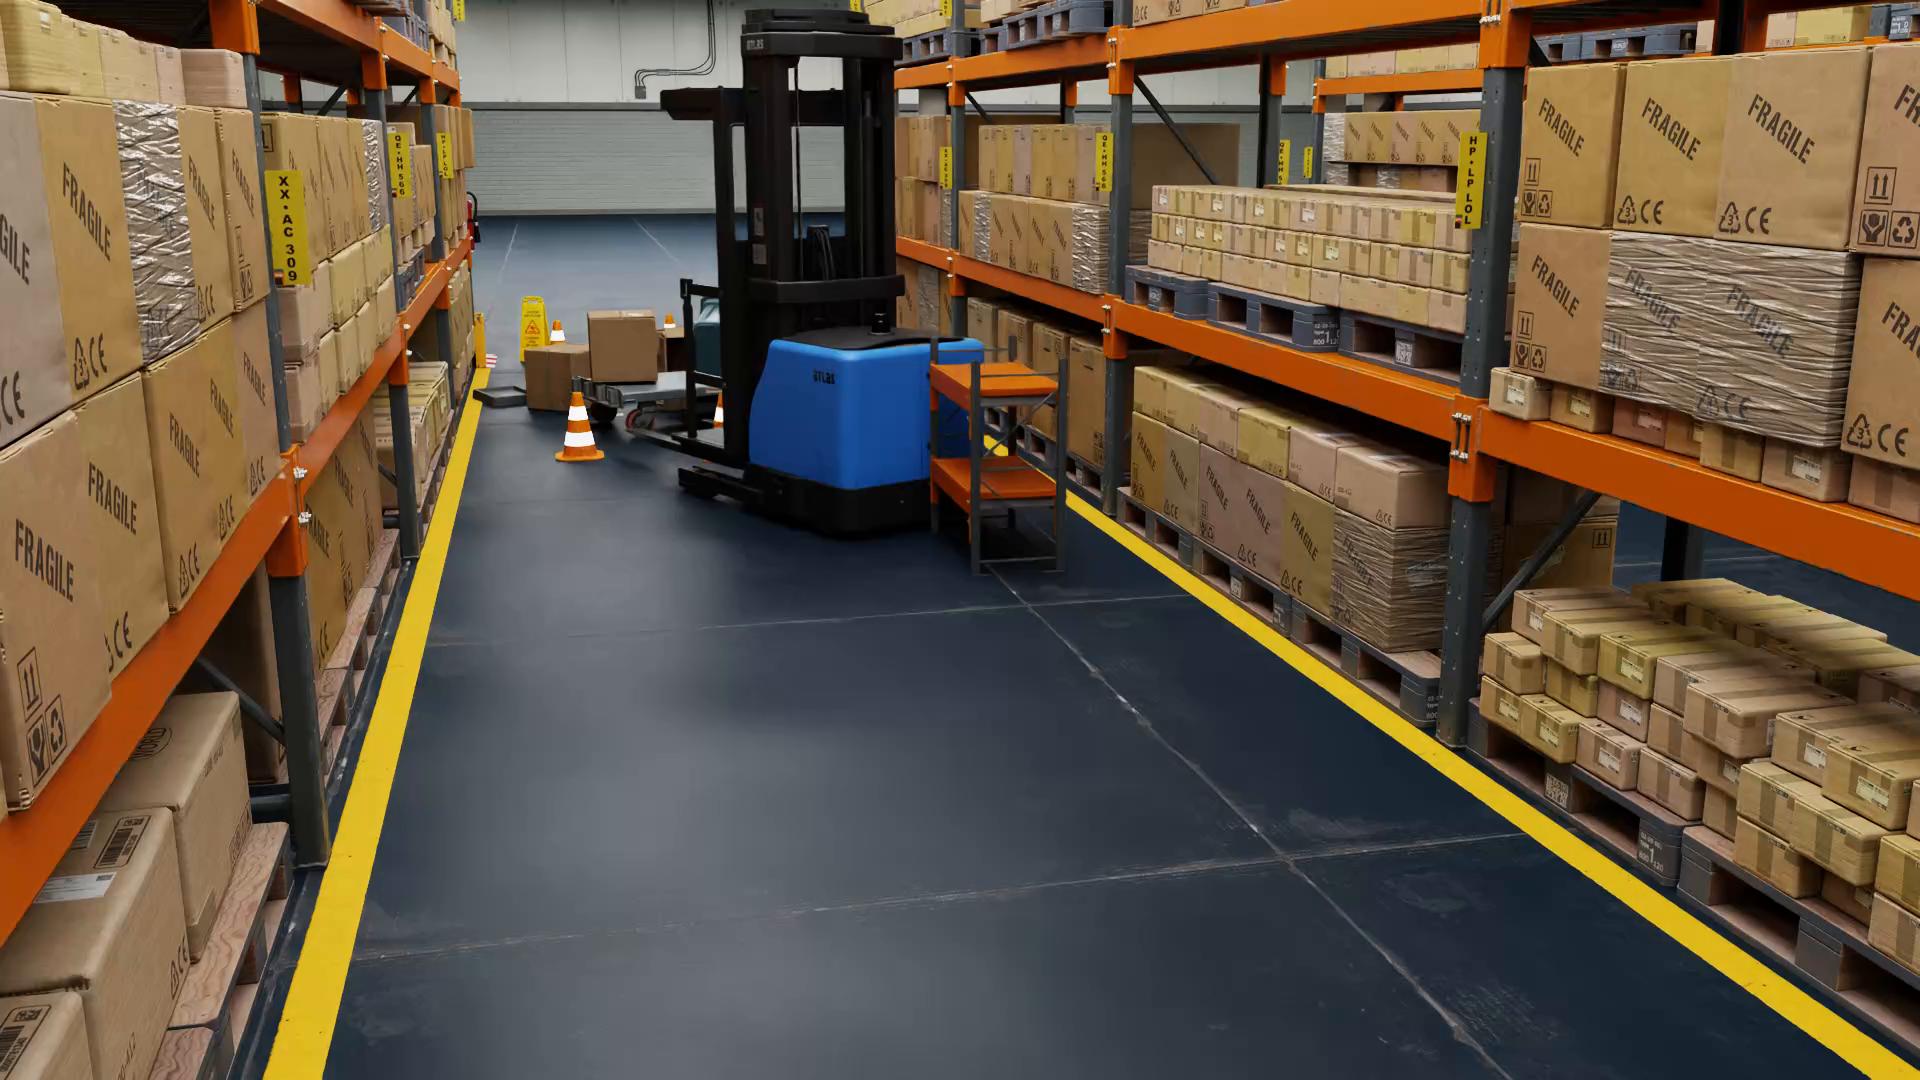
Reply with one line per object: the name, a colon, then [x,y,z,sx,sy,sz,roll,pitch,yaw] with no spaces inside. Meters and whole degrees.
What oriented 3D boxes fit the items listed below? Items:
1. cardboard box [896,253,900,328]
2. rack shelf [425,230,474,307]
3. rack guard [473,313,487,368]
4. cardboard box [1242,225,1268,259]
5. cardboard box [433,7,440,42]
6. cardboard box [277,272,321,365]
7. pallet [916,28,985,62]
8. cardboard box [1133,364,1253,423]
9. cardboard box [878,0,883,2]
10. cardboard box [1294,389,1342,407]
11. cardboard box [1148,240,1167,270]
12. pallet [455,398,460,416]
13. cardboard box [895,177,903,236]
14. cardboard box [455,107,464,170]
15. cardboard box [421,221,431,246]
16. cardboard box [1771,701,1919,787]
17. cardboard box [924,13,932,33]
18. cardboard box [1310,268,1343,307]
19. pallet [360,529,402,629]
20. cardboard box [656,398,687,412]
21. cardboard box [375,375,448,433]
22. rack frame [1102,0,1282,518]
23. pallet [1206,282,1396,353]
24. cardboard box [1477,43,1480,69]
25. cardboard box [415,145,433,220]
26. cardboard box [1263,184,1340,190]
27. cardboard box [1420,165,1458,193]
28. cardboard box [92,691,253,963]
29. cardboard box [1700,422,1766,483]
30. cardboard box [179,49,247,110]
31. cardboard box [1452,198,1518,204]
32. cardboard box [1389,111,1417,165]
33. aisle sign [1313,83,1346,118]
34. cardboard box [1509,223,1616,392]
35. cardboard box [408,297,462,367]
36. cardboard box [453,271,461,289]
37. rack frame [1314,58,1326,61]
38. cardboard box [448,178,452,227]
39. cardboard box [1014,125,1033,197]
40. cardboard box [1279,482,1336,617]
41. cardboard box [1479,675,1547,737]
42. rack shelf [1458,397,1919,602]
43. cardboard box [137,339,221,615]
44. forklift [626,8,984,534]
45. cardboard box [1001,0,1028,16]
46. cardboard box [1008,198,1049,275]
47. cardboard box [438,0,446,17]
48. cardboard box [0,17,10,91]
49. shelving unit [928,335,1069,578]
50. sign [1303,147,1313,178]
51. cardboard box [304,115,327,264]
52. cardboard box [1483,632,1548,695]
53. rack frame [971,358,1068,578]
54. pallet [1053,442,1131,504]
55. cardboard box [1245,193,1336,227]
cardboard box: [-0.290,-2.499,16.928,0.875,0.875,0.875,-3,14,-13]
rack shelf: [-4.831,-2.370,14.323,1.077,0.370,4.000,-3,14,-13]
rack guard: [-5.283,-1.949,16.351,1.175,0.500,0.348,-3,14,-13]
cardboard box: [1.588,-1.441,8.024,0.380,0.149,0.250,-3,14,-14]
cardboard box: [-4.329,-4.022,12.939,0.500,0.250,0.500,-3,14,-14]
cardboard box: [-2.312,-0.700,5.233,0.500,0.250,0.500,-4,14,-15]
pallet: [0.244,-4.161,14.003,1.003,0.211,1.213,-3,14,-13]
cardboard box: [1.292,-0.816,9.248,0.500,0.250,0.500,-4,14,-16]
cardboard box: [-0.567,-5.185,15.763,0.380,0.149,0.250,-3,14,-13]
cardboard box: [2.014,-0.611,8.411,0.500,0.250,0.500,-3,14,-12]
cardboard box: [1.274,-1.602,9.308,0.380,0.149,0.250,-3,14,-14]
pallet: [-4.554,-1.056,13.306,1.003,0.211,1.213,-3,14,-13]
cardboard box: [-0.222,-3.208,15.921,0.875,0.550,0.550,-3,14,-13]
cardboard box: [-4.445,-3.287,13.616,0.700,0.500,0.500,-4,14,-14]
cardboard box: [-3.769,-2.059,11.178,0.380,0.149,0.250,-3,14,-13]
cardboard box: [2.507,0.574,4.626,0.380,0.149,0.250,-4,14,-16]
cardboard box: [-0.092,-4.329,13.939,0.380,0.149,0.250,-3,14,-12]
cardboard box: [1.772,-1.113,7.309,0.380,0.149,0.250,-4,14,-16]
pallet: [-3.310,0.205,8.142,1.003,0.211,1.213,-3,14,-13]
cardboard box: [-2.467,-1.237,13.933,0.396,0.266,0.258,10,17,35]
cardboard box: [-4.064,-0.899,11.439,0.950,0.372,0.625,-2,14,-10]
rack frame: [1.366,-1.634,9.797,1.000,3.000,0.127,-3,14,-13]
pallet: [1.870,-1.087,7.960,1.003,0.211,1.213,-3,14,-13]
cardboard box: [4.910,-4.285,14.643,0.500,0.250,0.500,-3,14,-11]
cardboard box: [-3.912,-2.447,11.401,0.500,0.500,0.500,-3,14,-13]
cardboard box: [1.926,-1.918,9.348,0.380,0.149,0.250,-4,14,-15]
cardboard box: [4.927,-3.338,15.931,0.875,0.500,0.500,-3,14,-13]
cardboard box: [-2.440,0.779,4.432,0.875,0.438,0.875,-3,14,-14]
cardboard box: [2.354,-0.267,4.730,0.380,0.149,0.250,-3,14,-12]
cardboard box: [-2.101,-1.209,4.370,0.380,0.149,0.250,-4,14,-14]
cardboard box: [2.414,-1.439,7.389,0.380,0.149,0.250,-3,14,-14]
cardboard box: [4.549,-3.924,16.224,0.500,0.500,0.500,-3,14,-13]
aisle sign: [4.026,-4.994,18.069,0.394,0.787,0.004,-3,14,-13]
cardboard box: [2.176,-0.776,5.448,0.500,0.500,0.500,-4,14,-14]
cardboard box: [-4.238,-1.642,13.155,0.500,0.500,0.500,-3,14,-11]
cardboard box: [-4.397,-2.169,13.949,0.380,0.149,0.250,-2,14,-10]
rack frame: [4.332,-6.647,17.675,1.000,3.000,0.127,-3,14,-13]
cardboard box: [-4.335,-2.683,13.250,0.500,0.500,0.500,-3,14,-13]
cardboard box: [0.790,-2.742,12.013,0.700,0.500,0.500,-3,14,-13]
cardboard box: [1.766,0.023,7.393,0.500,0.500,0.500,-4,14,-15]
cardboard box: [2.078,0.571,5.891,0.380,0.149,0.250,-4,14,-16]
rack shelf: [2.775,0.099,4.217,1.077,0.370,4.000,-3,14,-13]
cardboard box: [-1.867,-0.135,3.448,0.500,0.500,0.500,-3,14,-14]
forklift: [-1.149,-1.752,10.421,1.130,2.935,3.031,-11,17,-37]
cardboard box: [0.503,-3.807,11.804,0.380,0.149,0.250,-3,14,-13]
cardboard box: [0.641,-2.120,11.575,0.500,0.500,0.500,-3,14,-12]
cardboard box: [-4.542,-4.490,14.013,0.380,0.149,0.250,-3,14,-12]
cardboard box: [-1.648,-0.737,2.437,0.380,0.149,0.250,-3,14,-13]
shelving unit: [0.190,-0.484,9.040,0.538,1.125,1.048,-3,14,-12]
sign: [3.804,-4.123,18.161,0.100,0.325,0.005,-3,14,-13]
cardboard box: [-2.453,-1.180,5.620,0.500,0.500,0.500,-3,14,-14]
cardboard box: [2.079,0.426,5.858,0.380,0.149,0.250,-3,14,-11]
rack frame: [0.302,-0.367,8.558,0.500,1.125,0.032,-3,14,-12]
pallet: [1.254,-0.466,10.890,1.003,0.211,1.213,-3,14,-13]
cardboard box: [1.596,-1.585,7.985,0.380,0.149,0.250,-3,14,-11]
